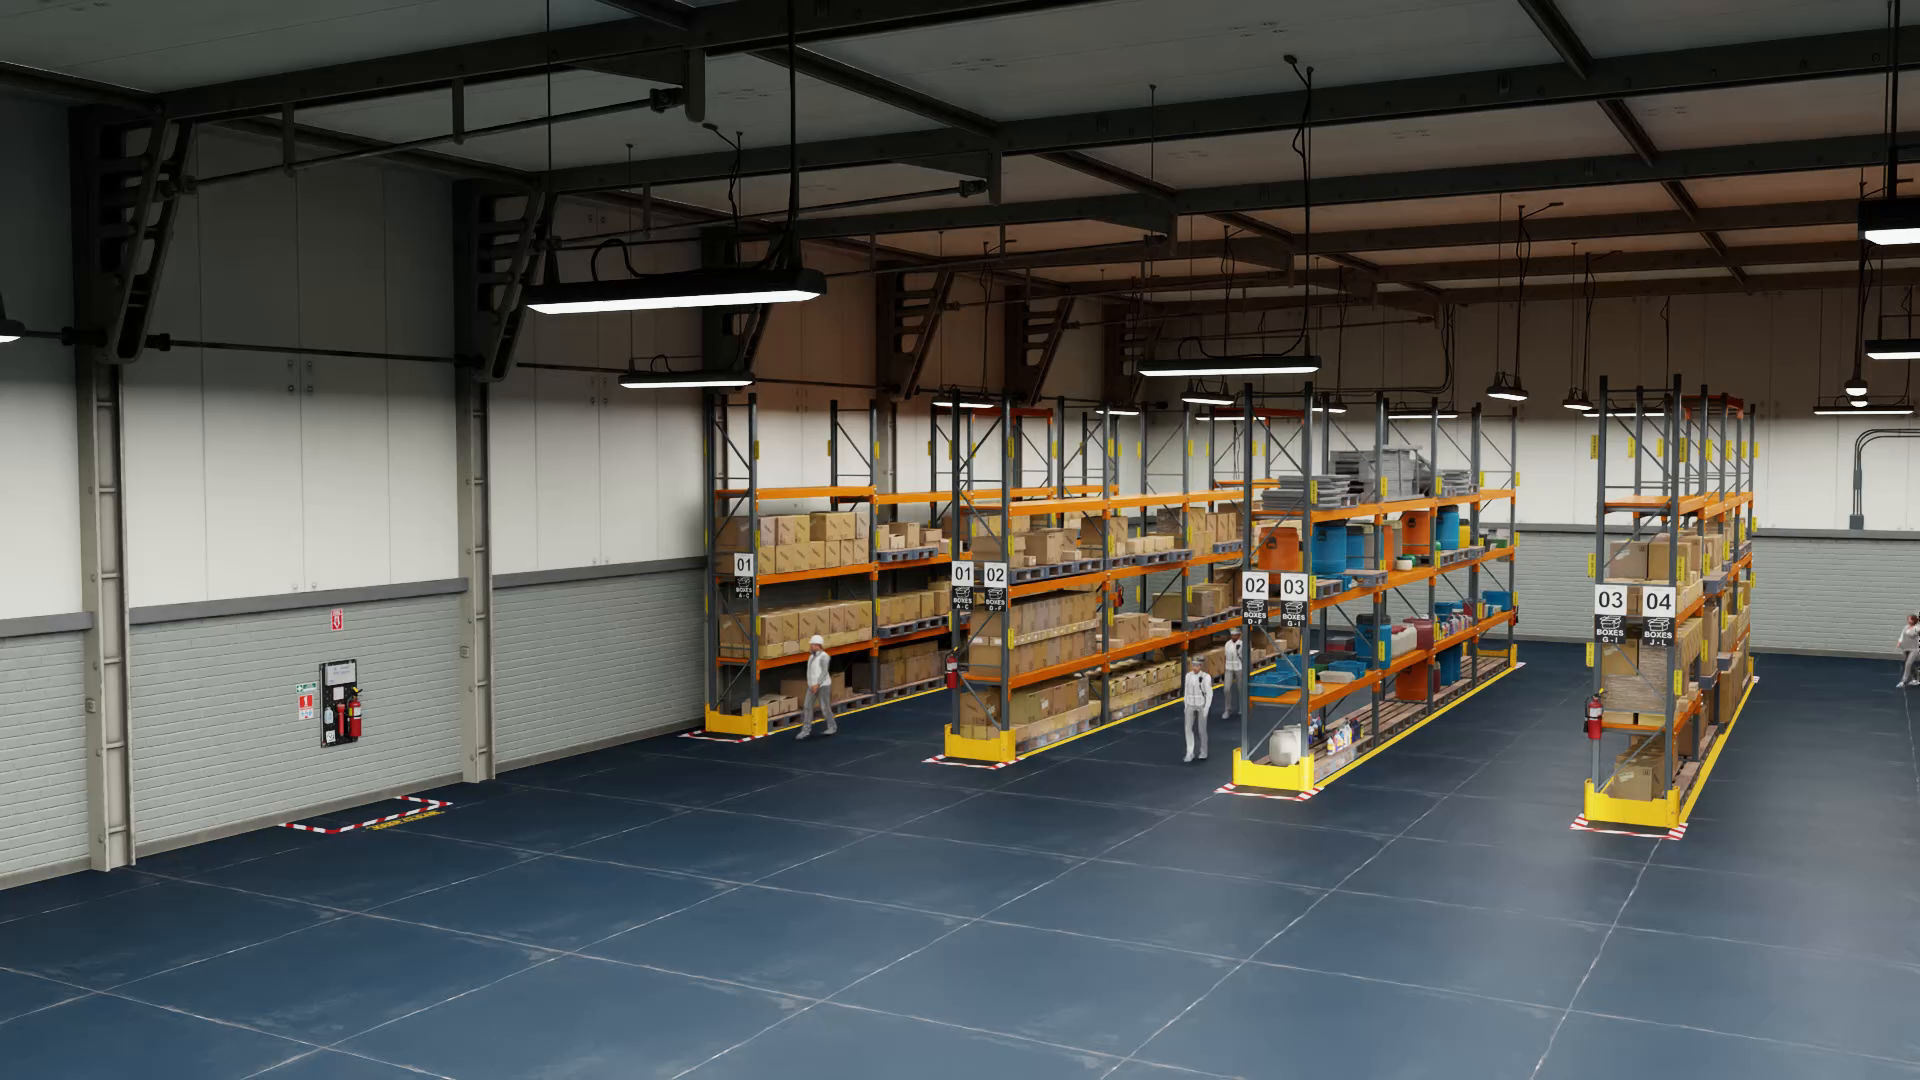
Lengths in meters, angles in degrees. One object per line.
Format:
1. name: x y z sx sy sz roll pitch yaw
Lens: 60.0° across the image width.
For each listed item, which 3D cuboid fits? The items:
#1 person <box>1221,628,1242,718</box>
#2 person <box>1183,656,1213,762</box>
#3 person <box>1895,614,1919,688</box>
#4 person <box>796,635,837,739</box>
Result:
1. person: 5.169 2.485 31.291 0.507 1.694 0.642 2 4 30
2. person: 3.834 2.738 26.859 0.528 1.721 0.516 2 4 31
3. person: 19.943 2.315 34.915 0.942 1.534 0.449 -2 3 -28
4. person: -2.520 2.555 29.036 0.814 1.777 0.565 -3 4 -44
